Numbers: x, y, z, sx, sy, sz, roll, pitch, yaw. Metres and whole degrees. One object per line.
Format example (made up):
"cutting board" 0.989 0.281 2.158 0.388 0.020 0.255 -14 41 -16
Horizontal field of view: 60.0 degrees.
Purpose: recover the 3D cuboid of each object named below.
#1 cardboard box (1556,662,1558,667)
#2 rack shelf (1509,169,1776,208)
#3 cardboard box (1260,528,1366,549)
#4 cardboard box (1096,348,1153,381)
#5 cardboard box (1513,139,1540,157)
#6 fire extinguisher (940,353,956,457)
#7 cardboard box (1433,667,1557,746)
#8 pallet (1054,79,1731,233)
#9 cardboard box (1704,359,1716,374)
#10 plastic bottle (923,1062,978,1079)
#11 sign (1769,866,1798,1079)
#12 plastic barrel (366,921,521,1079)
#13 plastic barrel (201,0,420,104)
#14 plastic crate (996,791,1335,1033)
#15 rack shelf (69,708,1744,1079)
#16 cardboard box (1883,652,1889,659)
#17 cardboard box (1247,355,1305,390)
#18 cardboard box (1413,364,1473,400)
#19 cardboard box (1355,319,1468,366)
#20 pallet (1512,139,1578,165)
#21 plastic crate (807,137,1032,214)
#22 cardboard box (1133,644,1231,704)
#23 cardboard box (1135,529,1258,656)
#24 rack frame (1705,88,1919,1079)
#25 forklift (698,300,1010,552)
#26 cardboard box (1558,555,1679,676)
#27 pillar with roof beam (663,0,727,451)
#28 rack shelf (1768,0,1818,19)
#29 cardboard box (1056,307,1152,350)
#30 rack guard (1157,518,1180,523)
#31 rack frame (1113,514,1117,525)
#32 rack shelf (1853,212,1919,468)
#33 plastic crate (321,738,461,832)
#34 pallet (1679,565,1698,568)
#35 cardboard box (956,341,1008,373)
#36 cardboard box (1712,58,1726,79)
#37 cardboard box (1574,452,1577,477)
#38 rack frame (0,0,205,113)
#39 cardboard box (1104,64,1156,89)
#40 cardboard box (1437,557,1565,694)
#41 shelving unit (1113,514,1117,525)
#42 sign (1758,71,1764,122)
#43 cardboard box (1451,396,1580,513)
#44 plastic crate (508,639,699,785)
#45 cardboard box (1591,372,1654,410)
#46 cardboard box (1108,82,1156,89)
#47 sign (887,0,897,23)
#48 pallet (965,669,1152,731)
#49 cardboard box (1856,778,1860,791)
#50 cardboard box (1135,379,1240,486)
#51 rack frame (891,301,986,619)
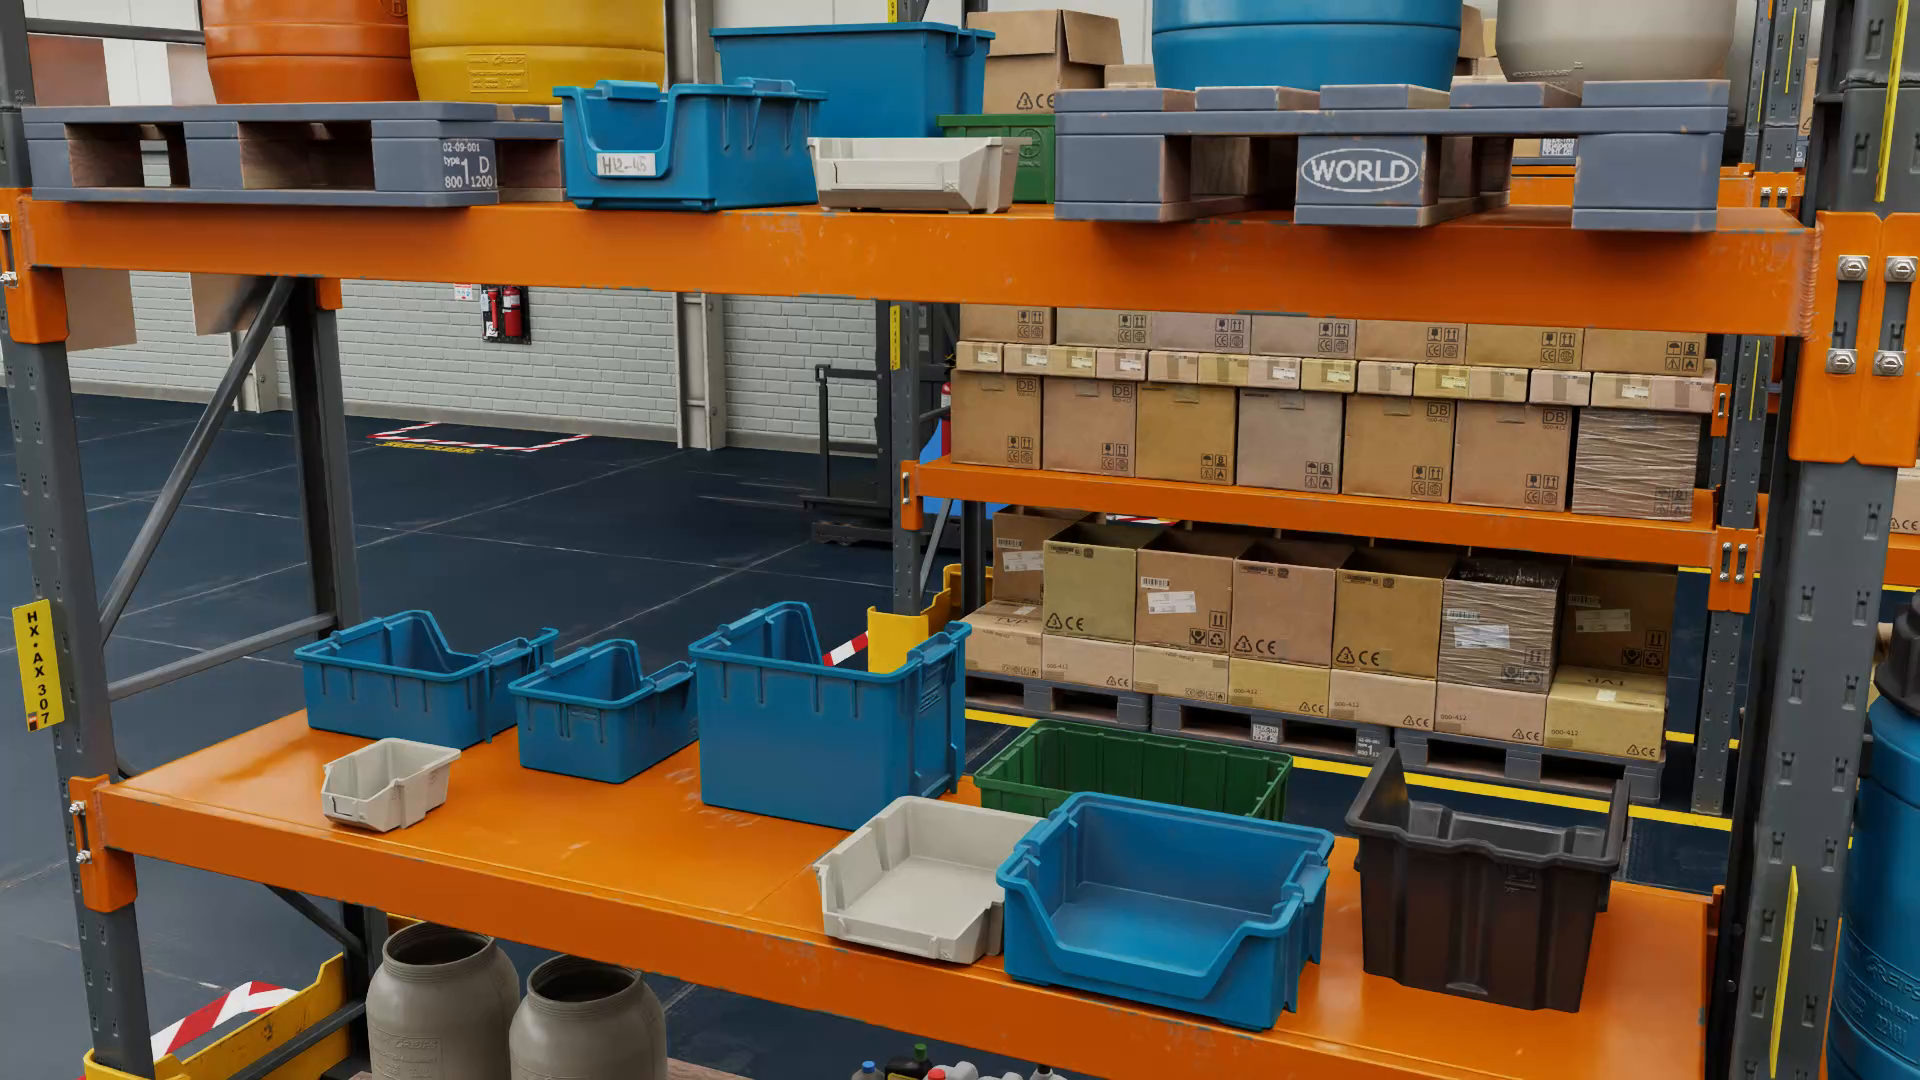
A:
"cardboard box" 2.798 0.656 8.494 0.500 0.250 0.500 6 14 23
"rack shelf" 1.725 -1.620 8.101 4.000 0.370 1.077 6 14 23
"cardboard box" 1.885 0.198 8.805 0.500 0.500 0.500 6 14 23
"cardboard box" 0.868 -0.907 8.416 0.250 0.149 0.380 6 14 22
"cardboard box" 4.016 -2.967 12.002 0.500 0.500 0.500 5 14 21
"fire extinguisher" -0.023 -0.765 9.620 0.183 0.674 0.296 6 14 23
"cardboard box" 2.588 0.764 8.034 0.500 0.250 0.500 6 14 23
"pallet" 0.845 -0.705 3.042 1.003 0.211 1.213 6 14 23
"cardboard box" 3.387 -0.755 7.766 0.250 0.149 0.380 6 14 23
"plastic bottle" -0.037 1.558 4.546 0.135 0.276 0.152 6 14 24
"sign" 1.311 0.688 2.649 0.005 0.325 0.100 6 14 23
"plastic barrel" -1.480 1.391 4.788 0.421 0.512 0.421 0 13 0
"plastic barrel" -1.617 -1.516 4.225 0.708 0.830 0.600 6 14 23
"plastic crate" 0.422 0.736 3.377 0.616 0.251 0.499 6 14 23
"rack shelf" -0.284 0.875 4.037 4.000 0.370 1.077 6 14 23
"cardboard box" 4.287 0.674 7.189 0.500 0.311 0.500 6 14 23
"cardboard box" 1.573 -0.836 8.112 0.250 0.149 0.380 6 14 24
"cardboard box" 2.289 -0.764 7.807 0.250 0.149 0.380 6 14 23
"cardboard box" 2.226 -1.138 7.979 0.500 0.500 0.700 6 14 23
"pallet" 2.764 -1.816 7.554 1.213 0.211 1.003 6 14 23
"plastic crate" -0.087 -0.687 3.126 0.396 0.136 0.243 6 14 23
"cardboard box" 1.213 0.627 8.616 0.500 0.250 0.500 6 14 23
"cardboard box" 1.217 0.260 8.540 0.500 0.500 0.500 6 14 23
"rack frame" 1.544 0.709 3.166 0.127 3.000 1.000 6 14 23
"forklift" -0.575 -1.486 12.670 3.031 2.935 1.130 6 14 23
"cardboard box" 3.257 0.336 8.215 0.500 0.500 0.500 6 14 23
"pillar with roof beam" -4.339 -4.423 11.904 0.400 9.000 9.100 6 14 23
"rack shelf" 7.386 -3.551 10.638 4.000 0.370 1.077 6 14 23
"cardboard box" 0.850 -1.277 8.572 0.500 0.500 0.700 5 14 22
"rack guard" 1.969 -0.506 13.817 0.348 0.500 1.175 6 14 23
"rack frame" 1.184 -0.504 12.327 0.006 1.200 0.240 20 21 25
"rack shelf" 3.373 -0.216 2.117 4.000 0.370 1.077 6 14 23
"plastic crate" -1.425 0.618 4.134 0.250 0.136 0.298 6 14 23
"pallet" 4.929 -0.057 12.536 1.213 0.211 1.003 6 14 23
"cardboard box" 0.168 -0.978 8.719 0.250 0.149 0.380 6 14 23
"cardboard box" 3.200 -2.208 7.589 0.500 0.500 0.500 7 15 28
"cardboard box" 4.592 -0.445 12.593 0.500 0.500 0.500 5 14 19
"rack frame" -2.113 -2.581 4.058 0.127 3.000 1.000 6 14 23
"cardboard box" 1.056 -2.303 8.542 0.500 0.250 0.500 6 14 23
"cardboard box" 2.589 0.398 7.950 0.500 0.500 0.500 6 14 23
"shelving unit" 1.106 -0.533 12.366 0.189 1.200 0.258 20 21 25
"sign" 5.344 -2.958 11.096 0.005 0.325 0.100 6 14 23
"cardboard box" 2.661 -0.461 7.933 0.500 0.500 0.700 6 14 23
"plastic crate" -0.943 0.457 4.568 0.408 0.251 0.499 6 14 23
"cardboard box" 2.993 -0.693 7.504 0.250 0.149 0.380 5 14 22
"cardboard box" 0.901 -2.160 8.152 0.250 0.149 0.380 6 14 23
"sign" -0.333 -2.504 8.207 0.005 0.325 0.100 6 14 23
"pallet" 0.613 0.724 9.205 1.213 0.211 1.003 6 14 23
"cardboard box" 3.822 0.898 7.460 0.500 0.250 0.500 5 14 22
"cardboard box" 1.252 -0.603 8.540 0.500 0.500 0.700 6 14 24
"rack frame" -0.103 -0.695 9.151 0.127 3.000 1.000 6 14 23
